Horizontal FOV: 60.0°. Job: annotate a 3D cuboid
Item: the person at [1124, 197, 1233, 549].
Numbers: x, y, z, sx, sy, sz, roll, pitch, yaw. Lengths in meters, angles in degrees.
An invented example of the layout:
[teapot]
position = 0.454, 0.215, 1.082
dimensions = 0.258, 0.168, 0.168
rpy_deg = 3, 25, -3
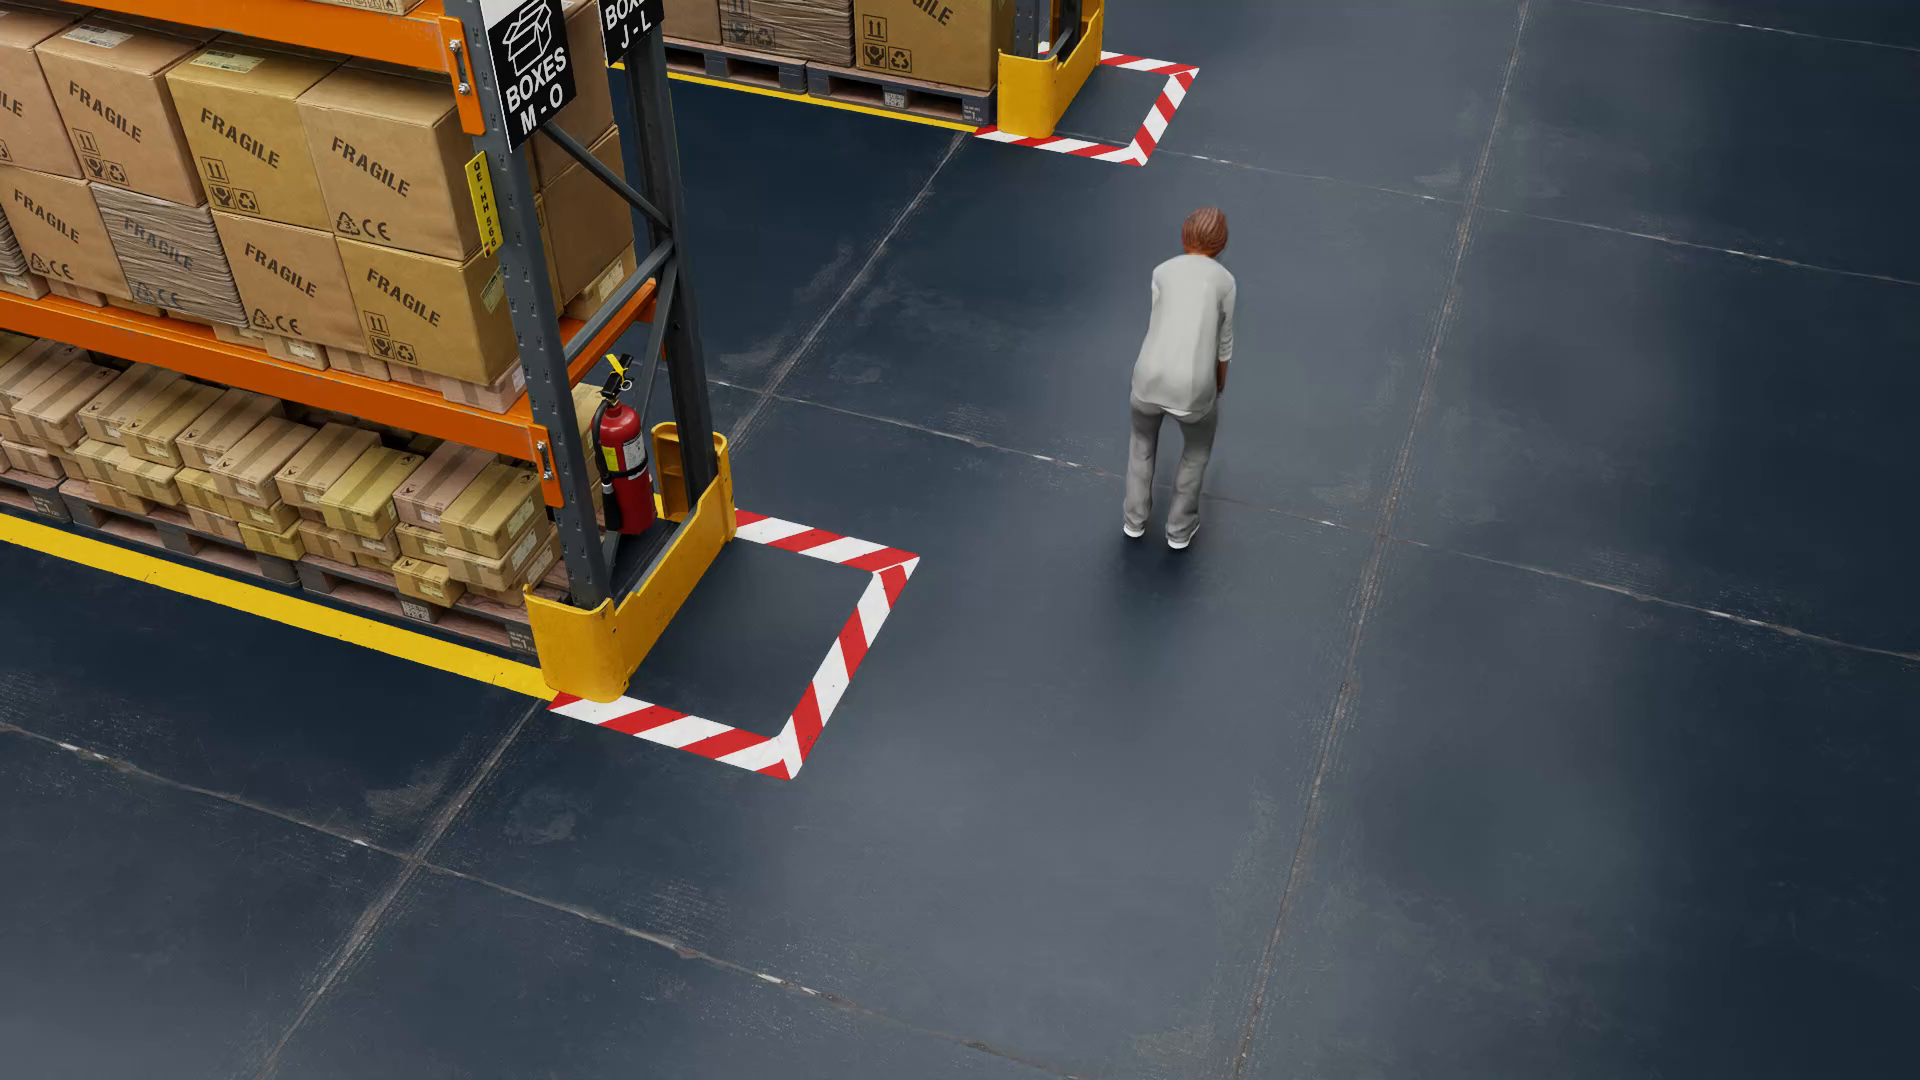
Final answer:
[person]
position = 0.916, -0.664, 6.959
dimensions = 0.372, 1.528, 0.542
rpy_deg = 13, 44, 14
